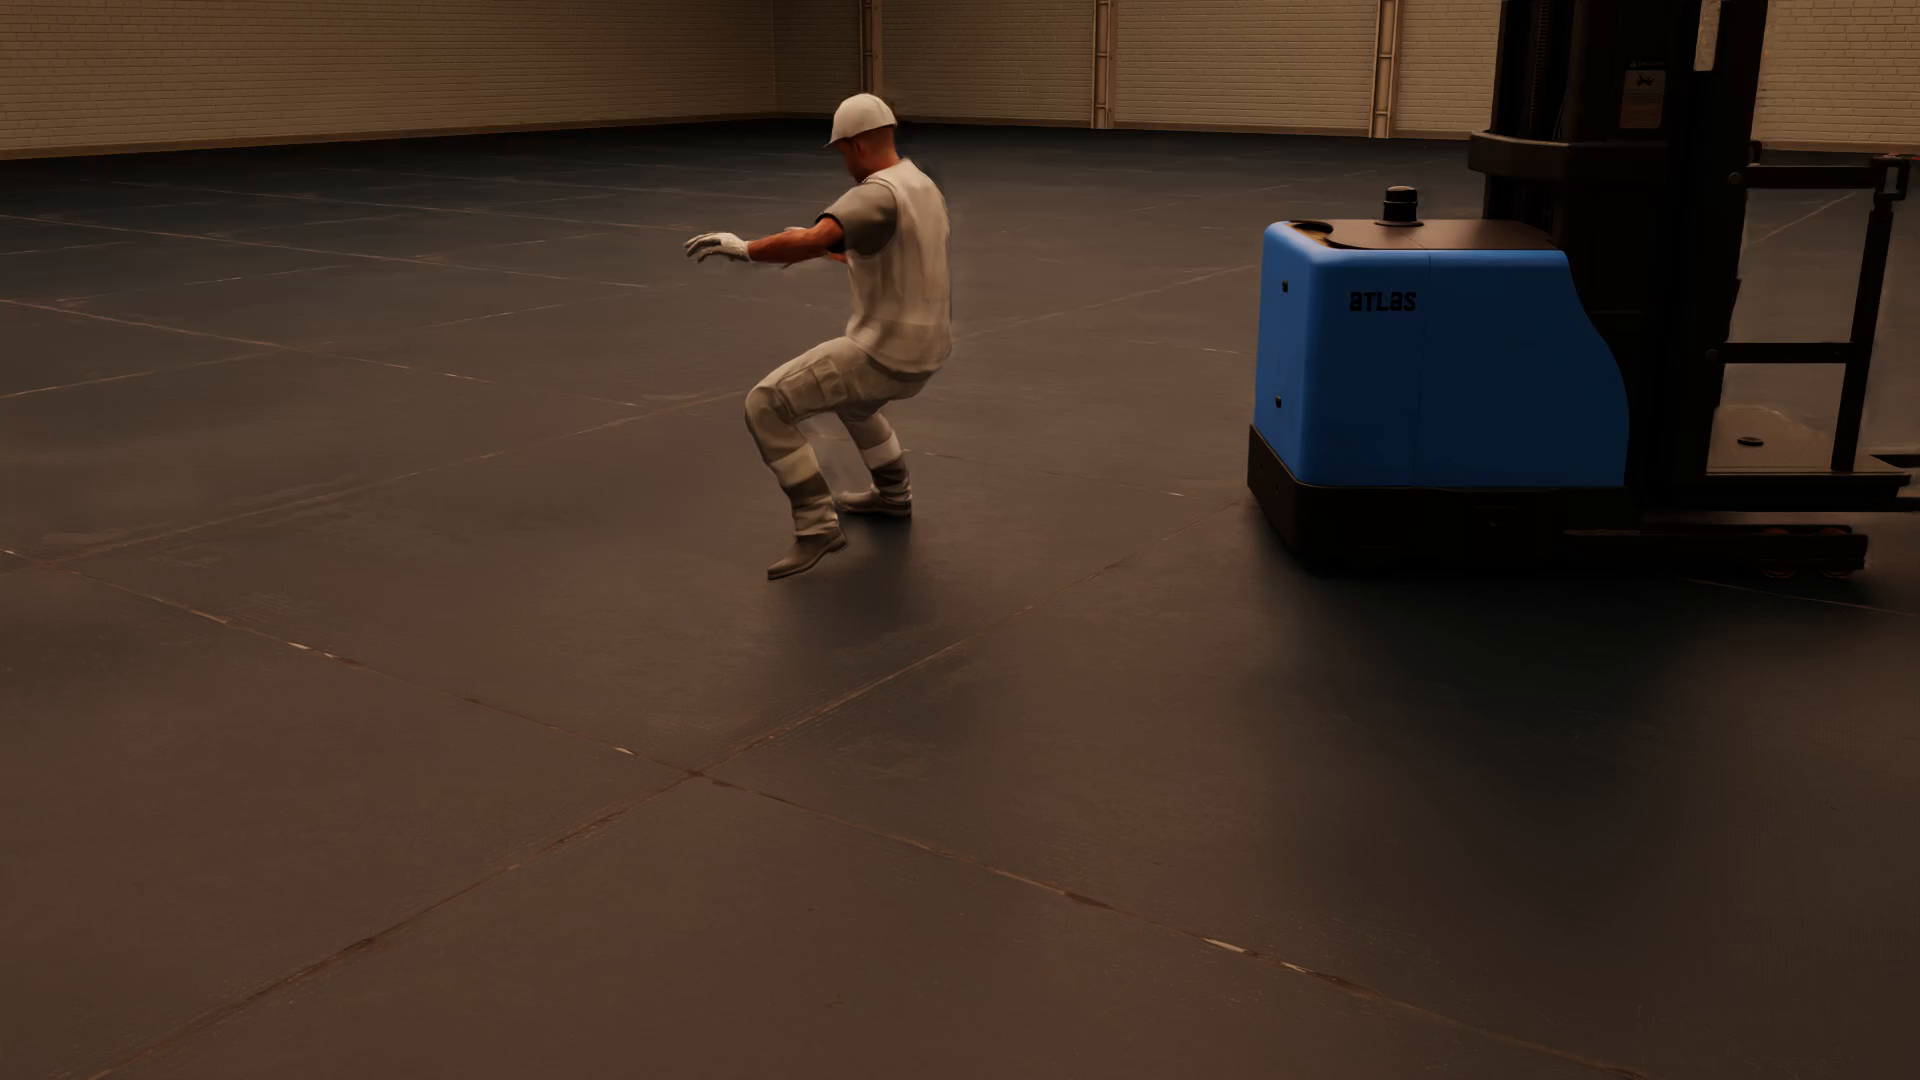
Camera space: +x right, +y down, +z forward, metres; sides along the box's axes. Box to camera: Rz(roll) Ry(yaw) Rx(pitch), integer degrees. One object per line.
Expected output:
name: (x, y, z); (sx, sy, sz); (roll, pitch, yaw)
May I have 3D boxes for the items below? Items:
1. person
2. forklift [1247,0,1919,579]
person: (-0.408, -0.707, 5.620); (0.753, 1.548, 1.060); (8, 18, 24)
forklift: (2.623, -1.428, 5.607); (3.031, 2.935, 1.130); (0, 17, 0)
